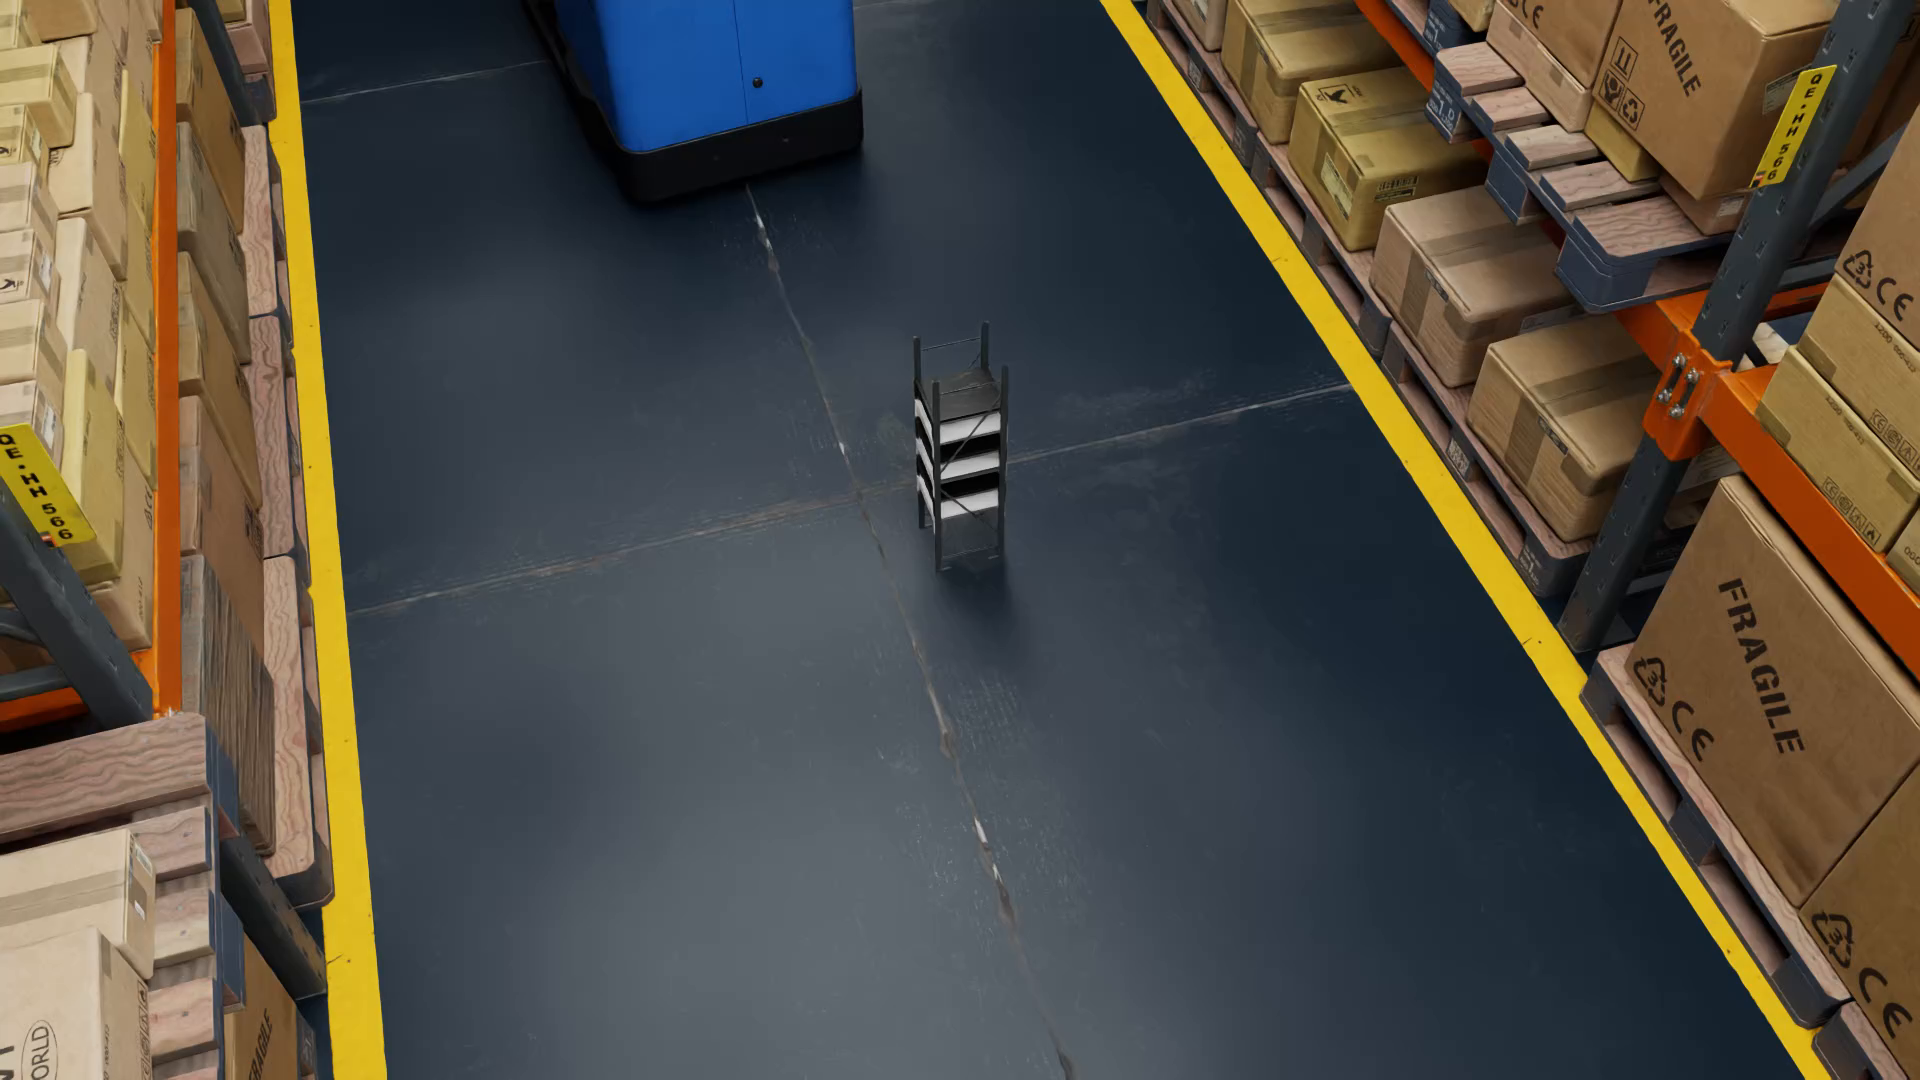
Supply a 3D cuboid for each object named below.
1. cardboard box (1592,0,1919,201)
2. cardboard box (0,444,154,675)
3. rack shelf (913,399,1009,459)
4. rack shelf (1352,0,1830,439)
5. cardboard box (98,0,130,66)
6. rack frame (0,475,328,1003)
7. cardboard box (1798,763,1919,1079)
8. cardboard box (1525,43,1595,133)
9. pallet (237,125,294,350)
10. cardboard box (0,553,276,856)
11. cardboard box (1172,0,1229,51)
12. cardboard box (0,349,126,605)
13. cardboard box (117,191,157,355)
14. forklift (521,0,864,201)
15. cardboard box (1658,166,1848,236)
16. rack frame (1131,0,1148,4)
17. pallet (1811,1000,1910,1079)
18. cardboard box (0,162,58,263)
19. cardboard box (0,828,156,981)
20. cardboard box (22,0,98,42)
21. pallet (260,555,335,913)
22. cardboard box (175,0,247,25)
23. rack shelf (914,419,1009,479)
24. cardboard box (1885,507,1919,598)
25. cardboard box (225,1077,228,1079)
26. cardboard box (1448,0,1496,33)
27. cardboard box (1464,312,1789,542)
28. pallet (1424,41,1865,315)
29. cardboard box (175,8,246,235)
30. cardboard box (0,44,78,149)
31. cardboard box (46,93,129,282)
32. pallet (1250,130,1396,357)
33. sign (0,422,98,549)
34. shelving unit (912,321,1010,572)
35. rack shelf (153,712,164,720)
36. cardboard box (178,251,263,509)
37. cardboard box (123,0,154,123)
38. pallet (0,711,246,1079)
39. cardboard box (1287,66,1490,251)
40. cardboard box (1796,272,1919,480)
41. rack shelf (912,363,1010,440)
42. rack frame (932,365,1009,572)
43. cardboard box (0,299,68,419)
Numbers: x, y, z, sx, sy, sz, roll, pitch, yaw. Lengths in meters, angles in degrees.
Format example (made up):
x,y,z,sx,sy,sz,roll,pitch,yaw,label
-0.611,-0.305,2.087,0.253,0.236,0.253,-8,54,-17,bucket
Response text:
x,y,z,sx,sy,sz,roll,pitch,yaw,label
2.067,-1.279,4.332,0.500,0.500,0.500,-15,51,-12,cardboard box
-2.171,0.047,3.846,0.500,0.250,0.500,-13,51,-11,cardboard box
0.002,-0.379,5.289,0.258,0.077,0.200,-13,51,-11,rack shelf
1.876,-1.975,5.924,1.077,0.370,4.000,-13,51,-11,rack shelf
-2.762,-1.606,4.913,0.500,0.250,0.500,-12,51,-10,cardboard box
-2.273,0.378,3.469,1.000,3.000,0.127,-13,51,-11,rack frame
2.852,0.979,4.078,0.875,0.875,0.875,-13,51,-11,cardboard box
1.880,-1.341,4.808,0.380,0.149,0.250,-14,51,-11,cardboard box
-3.201,-1.115,6.552,1.003,0.211,1.213,-13,51,-11,pallet
-2.445,0.550,4.603,0.875,0.625,0.625,-12,51,-10,cardboard box
1.442,-2.574,7.402,0.950,0.372,0.625,-13,51,-11,cardboard box
-2.147,-0.119,3.660,0.500,0.250,0.500,-13,51,-11,cardboard box
-2.474,-0.696,4.473,0.500,0.250,0.500,-15,51,-12,cardboard box
-1.470,-3.483,6.769,1.130,2.935,3.031,-19,52,-15,forklift
2.146,-0.987,4.510,0.380,0.149,0.250,-12,51,-10,cardboard box
1.284,-3.668,6.880,1.000,3.000,0.127,-13,51,-11,rack frame
2.986,1.634,4.234,1.003,0.211,1.213,-13,51,-11,pallet
-2.356,-0.727,3.911,0.380,0.149,0.250,-13,51,-11,cardboard box
-1.712,0.717,3.073,0.380,0.149,0.250,-12,51,-10,cardboard box
-2.584,-1.482,4.548,0.380,0.149,0.250,-15,51,-12,cardboard box
-2.479,0.667,5.050,1.003,0.211,1.213,-13,51,-11,pallet
-3.304,-2.376,6.988,0.500,0.250,0.500,-14,51,-11,cardboard box
0.002,-0.321,5.358,0.258,0.077,0.200,-13,51,-11,rack shelf
2.541,0.087,3.813,0.500,0.250,0.500,-15,51,-12,cardboard box
-1.775,1.335,3.598,0.380,0.149,0.250,-16,52,-13,cardboard box
1.718,-1.724,5.131,0.380,0.149,0.250,-13,51,-10,cardboard box
2.310,-0.450,5.611,0.950,0.372,0.625,-16,52,-13,cardboard box
2.155,-1.181,4.909,1.213,0.211,1.003,-13,51,-11,pallet
-3.291,-1.534,6.360,0.875,0.625,0.625,-11,51,-9,cardboard box
-2.478,-1.103,4.228,0.380,0.149,0.250,-12,51,-10,cardboard box
-2.455,-0.866,4.289,0.500,0.250,0.500,-14,51,-12,cardboard box
1.881,-1.308,6.715,1.003,0.211,1.213,-13,51,-11,pallet
-1.758,-0.099,3.166,0.100,0.325,0.005,-13,51,-11,sign
0.002,-0.284,5.401,0.258,0.900,0.210,-13,51,-11,shelving unit
-1.682,2.071,2.513,1.077,0.370,4.000,-13,51,-11,rack shelf
-2.845,-0.417,5.418,0.875,0.625,0.625,-15,52,-12,cardboard box
-2.786,-1.450,5.109,0.500,0.250,0.500,-13,51,-11,cardboard box
-2.006,0.919,3.138,1.213,0.211,1.003,-13,51,-11,pallet
1.865,-1.542,6.532,0.950,0.372,0.625,-12,51,-10,cardboard box
2.381,-0.433,3.925,0.500,0.250,0.500,-14,51,-11,cardboard box
0.002,-0.437,5.220,0.258,0.077,0.200,-13,51,-11,rack shelf
0.032,-0.210,5.338,0.240,0.900,0.006,-13,51,-11,rack frame
-2.166,-0.357,3.599,0.380,0.149,0.250,-12,51,-10,cardboard box
